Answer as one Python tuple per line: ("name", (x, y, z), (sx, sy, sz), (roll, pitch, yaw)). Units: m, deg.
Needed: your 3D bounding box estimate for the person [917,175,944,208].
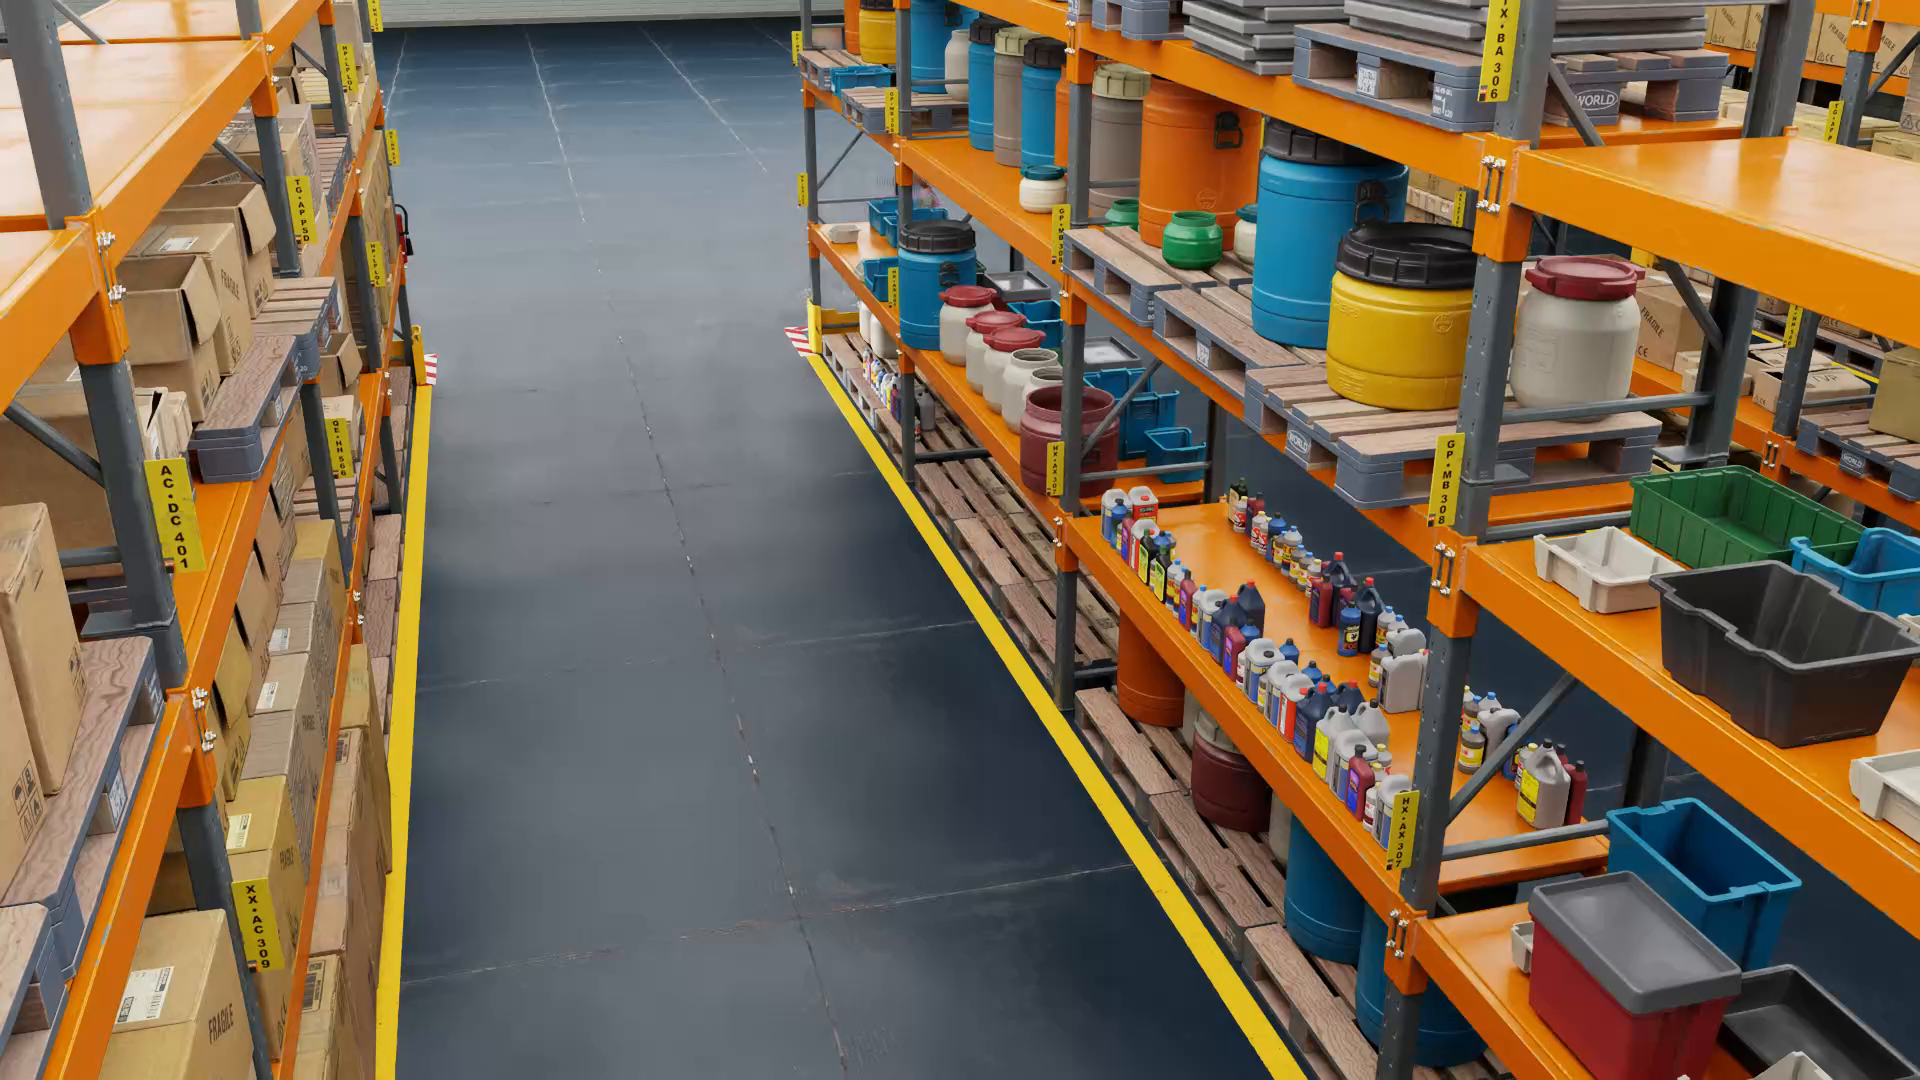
("person", (-0.317, -3.294, 18.238), (0.445, 1.590, 0.449), (-2, 23, -5))
